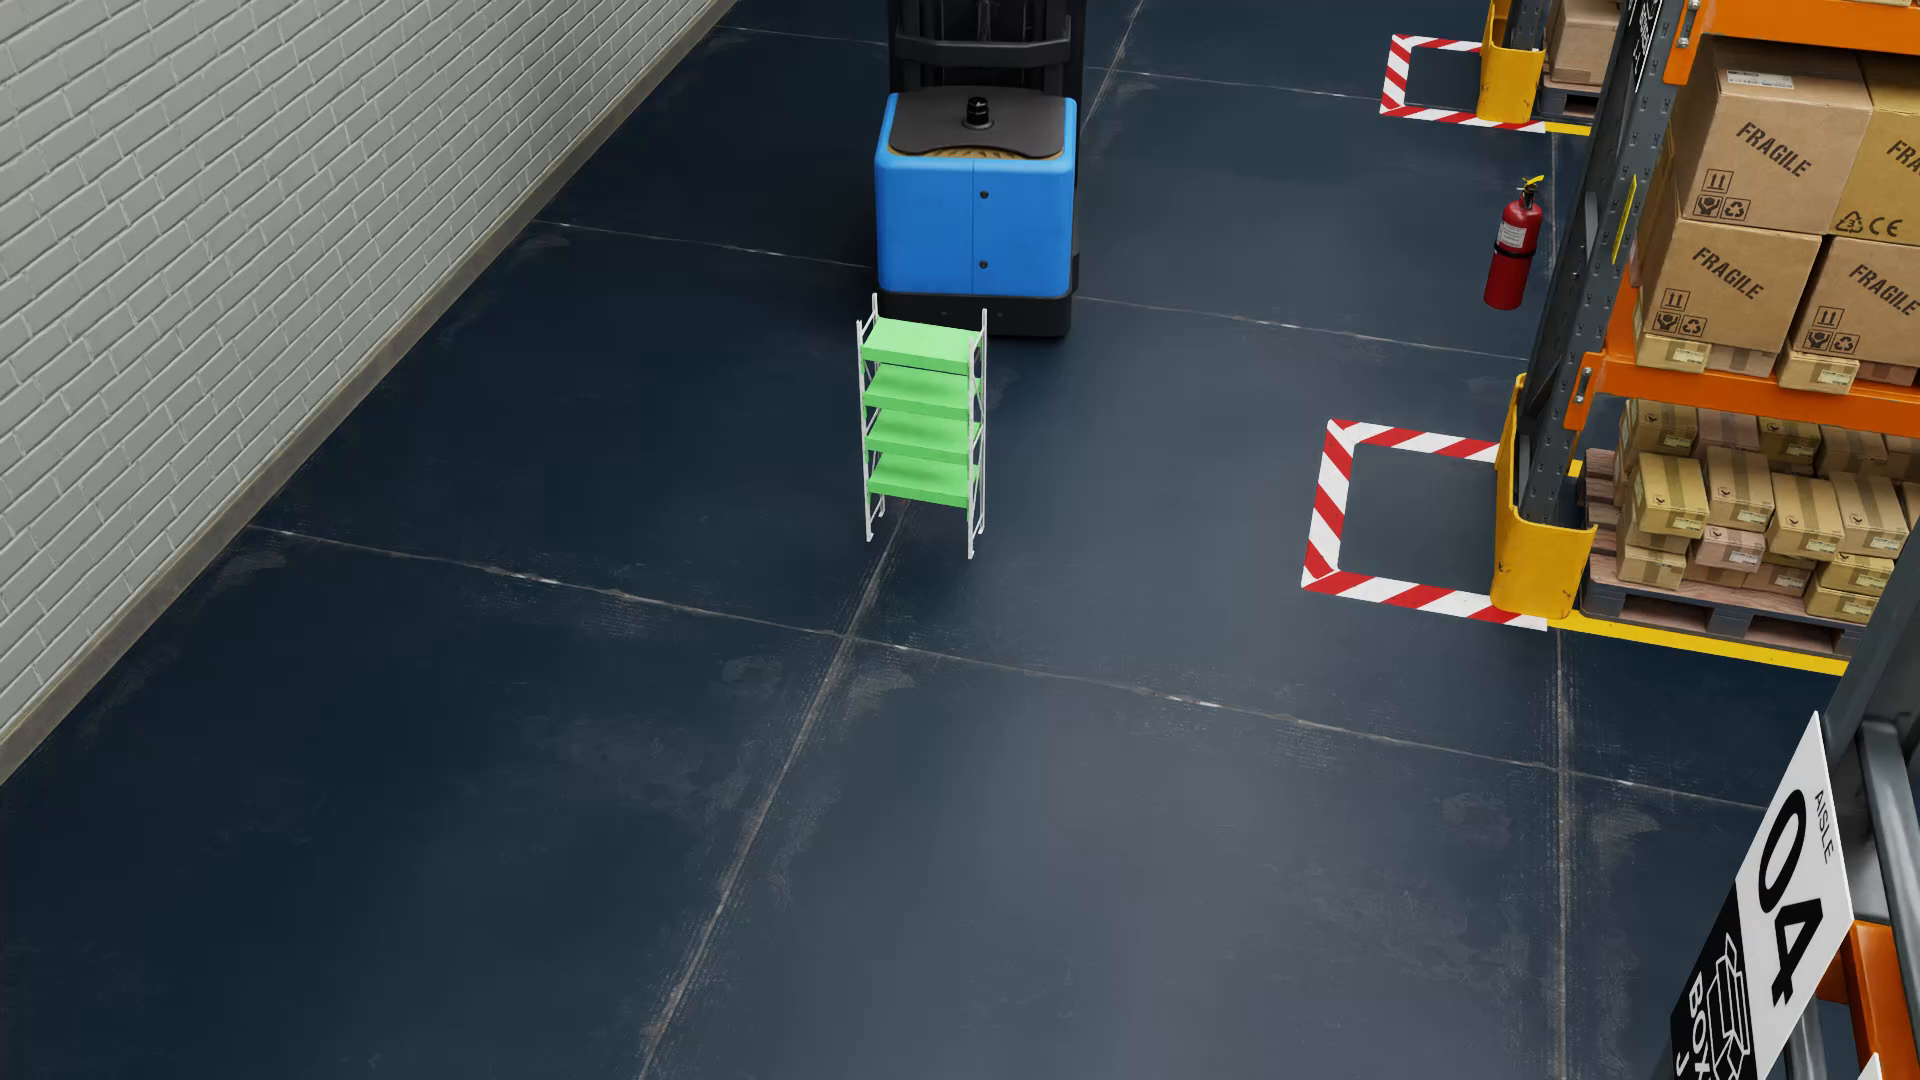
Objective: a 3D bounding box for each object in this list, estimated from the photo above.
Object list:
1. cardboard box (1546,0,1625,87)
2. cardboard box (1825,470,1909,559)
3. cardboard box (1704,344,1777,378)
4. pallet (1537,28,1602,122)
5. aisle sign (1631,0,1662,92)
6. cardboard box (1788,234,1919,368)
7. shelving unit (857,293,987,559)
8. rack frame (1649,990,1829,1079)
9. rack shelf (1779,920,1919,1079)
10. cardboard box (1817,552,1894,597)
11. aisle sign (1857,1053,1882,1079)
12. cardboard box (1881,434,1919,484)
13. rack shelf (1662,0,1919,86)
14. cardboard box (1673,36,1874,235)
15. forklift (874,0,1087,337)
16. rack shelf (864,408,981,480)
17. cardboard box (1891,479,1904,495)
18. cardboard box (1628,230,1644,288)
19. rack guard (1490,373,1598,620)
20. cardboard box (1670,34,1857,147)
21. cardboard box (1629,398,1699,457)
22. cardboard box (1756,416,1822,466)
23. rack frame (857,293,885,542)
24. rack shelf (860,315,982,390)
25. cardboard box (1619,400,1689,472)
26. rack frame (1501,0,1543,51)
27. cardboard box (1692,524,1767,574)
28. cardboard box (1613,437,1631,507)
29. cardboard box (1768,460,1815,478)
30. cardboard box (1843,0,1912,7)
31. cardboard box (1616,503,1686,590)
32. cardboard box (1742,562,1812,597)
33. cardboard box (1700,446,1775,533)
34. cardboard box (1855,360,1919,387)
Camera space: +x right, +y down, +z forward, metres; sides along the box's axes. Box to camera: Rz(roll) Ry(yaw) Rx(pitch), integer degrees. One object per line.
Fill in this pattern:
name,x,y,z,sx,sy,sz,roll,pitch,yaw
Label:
cardboard box,4.443,-3.416,11.151,0.875,0.438,0.875,8,41,10
cardboard box,3.785,-0.108,6.974,0.250,0.149,0.380,8,41,9
cardboard box,3.082,-0.821,6.591,0.250,0.149,0.380,11,41,13
pallet,4.572,-3.132,11.315,1.213,0.211,1.003,10,41,11
aisle sign,2.450,-2.013,5.793,0.004,0.787,0.394,10,41,11
cardboard box,3.483,-1.024,6.328,0.500,0.500,0.500,10,41,12
shelving unit,-0.160,-0.487,7.397,0.503,1.200,0.258,10,41,11
rack frame,1.218,1.873,3.188,0.127,3.000,1.000,10,41,11
rack shelf,3.150,1.332,2.058,4.000,0.370,1.077,10,41,11
cardboard box,3.766,0.048,7.019,0.250,0.149,0.380,11,41,13
aisle sign,1.071,1.052,2.144,0.004,0.787,0.394,10,41,11
cardboard box,4.193,-0.424,7.350,0.250,0.149,0.380,11,41,13
rack shelf,4.530,-1.732,5.707,4.000,0.370,1.077,10,41,11
cardboard box,2.963,-1.487,6.102,0.500,0.500,0.500,10,41,11
forklift,0.164,-3.149,9.220,1.130,2.935,3.031,2,40,3
rack shelf,-0.160,-0.438,7.438,0.480,0.148,0.258,10,41,11
cardboard box,4.187,-0.301,7.435,0.250,0.149,0.380,10,41,12
cardboard box,2.986,-1.217,7.062,0.250,0.149,0.380,10,41,11
rack guard,2.671,-0.222,7.625,0.348,0.500,1.175,10,41,11
cardboard box,3.104,-1.805,6.481,0.500,0.500,0.500,9,41,11
cardboard box,3.175,-0.558,7.510,0.250,0.149,0.380,10,41,12
cardboard box,3.685,-0.516,7.460,0.250,0.149,0.380,9,41,10
rack frame,-0.396,-0.528,7.445,0.015,1.200,0.240,10,41,11
rack shelf,-0.160,-0.806,7.129,0.480,0.148,0.258,10,41,11
cardboard box,3.181,-0.464,7.629,0.250,0.149,0.380,9,41,10
rack frame,3.780,-4.284,10.518,0.127,3.000,1.000,10,41,11
cardboard box,3.287,-0.048,7.133,0.250,0.149,0.380,10,41,11
cardboard box,3.160,-0.303,7.668,0.250,0.149,0.380,10,41,12
cardboard box,3.684,-0.379,7.528,0.250,0.149,0.380,8,41,10
cardboard box,2.965,-2.049,5.642,0.500,0.250,0.500,11,41,13
cardboard box,3.021,0.025,7.278,0.250,0.149,0.380,11,41,12
cardboard box,3.537,0.055,7.243,0.250,0.149,0.380,10,41,12
cardboard box,3.313,-0.219,7.106,0.250,0.149,0.380,10,41,12
cardboard box,3.614,-0.785,6.548,0.250,0.149,0.380,12,41,13
